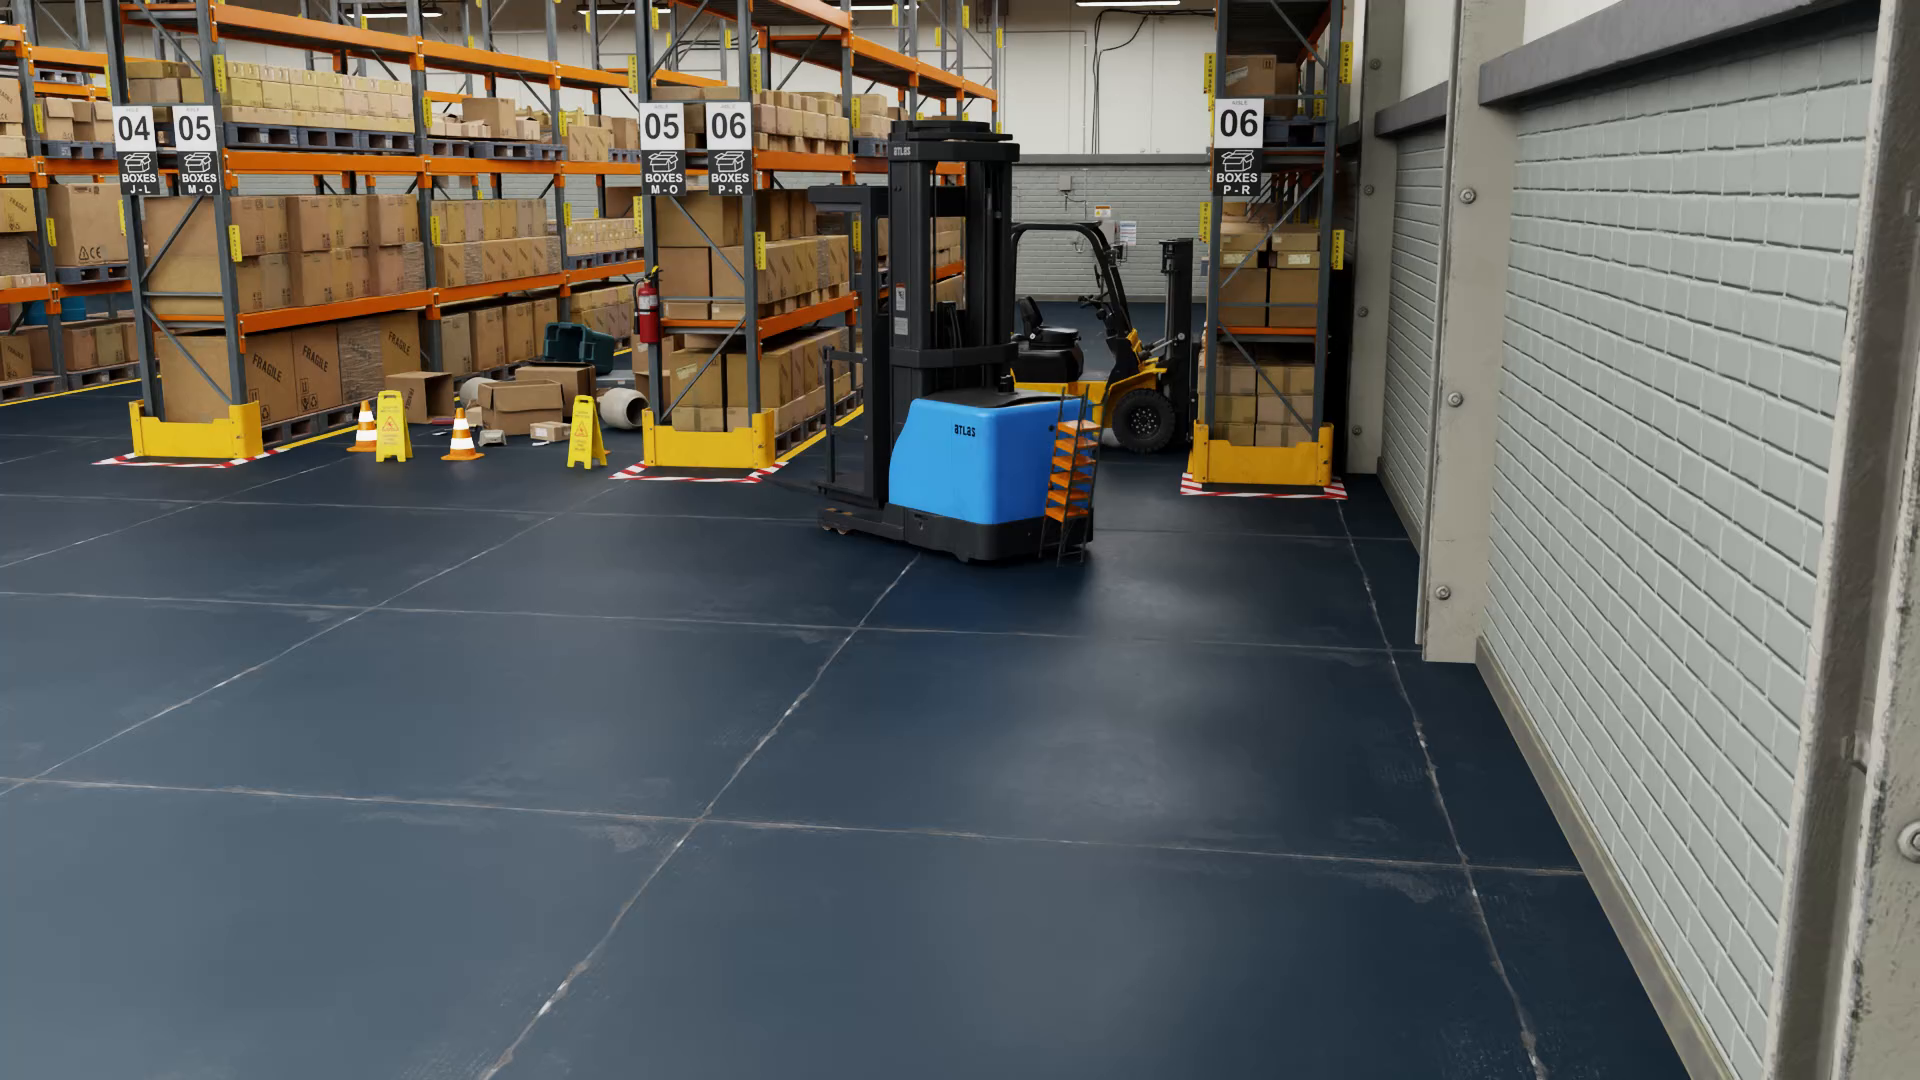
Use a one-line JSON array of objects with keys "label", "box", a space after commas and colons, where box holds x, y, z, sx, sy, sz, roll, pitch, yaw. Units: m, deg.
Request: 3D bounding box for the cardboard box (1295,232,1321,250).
[{"label": "cardboard box", "box": [2.971, -2.611, 14.508, 0.380, 0.149, 0.250, 2, 12, 11]}]

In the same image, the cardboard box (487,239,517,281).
[{"label": "cardboard box", "box": [-6.010, -3.580, 21.249, 0.500, 0.500, 0.500, 2, 12, 10]}]

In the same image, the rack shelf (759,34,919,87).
[{"label": "rack shelf", "box": [-1.377, -5.778, 20.102, 1.077, 0.370, 4.000, 2, 12, 9]}]

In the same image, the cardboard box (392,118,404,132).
[{"label": "cardboard box", "box": [-6.370, -4.575, 18.344, 0.380, 0.149, 0.250, 2, 12, 10]}]

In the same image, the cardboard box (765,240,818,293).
[{"label": "cardboard box", "box": [-1.729, -2.748, 16.680, 0.500, 0.500, 0.500, 2, 12, 7]}]

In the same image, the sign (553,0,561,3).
[{"label": "sign", "box": [-5.427, -7.398, 22.368, 0.100, 0.325, 0.005, 2, 12, 9]}]

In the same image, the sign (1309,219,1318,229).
[{"label": "sign", "box": [3.769, -3.261, 17.760, 0.100, 0.325, 0.005, 2, 12, 9]}]

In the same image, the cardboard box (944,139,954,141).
[{"label": "cardboard box", "box": [-0.382, -6.080, 25.178, 0.500, 0.311, 0.500, 2, 12, 9]}]

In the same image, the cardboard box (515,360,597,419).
[{"label": "cardboard box", "box": [-4.396, -1.632, 18.051, 0.797, 0.637, 0.503, 2, 12, 9]}]

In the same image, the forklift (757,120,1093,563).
[{"label": "forklift", "box": [-0.403, -1.534, 12.152, 1.130, 2.935, 3.031, -10, 16, -39]}]

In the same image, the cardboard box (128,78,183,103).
[{"label": "cardboard box", "box": [-7.407, -4.187, 15.596, 0.500, 0.250, 0.500, 2, 12, 9]}]

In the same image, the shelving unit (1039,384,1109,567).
[{"label": "shelving unit", "box": [0.753, -0.425, 11.083, 0.258, 1.200, 0.189, -10, 26, -39]}]

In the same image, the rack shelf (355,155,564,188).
[{"label": "rack shelf", "box": [-6.284, -4.647, 21.023, 1.077, 0.370, 4.000, 2, 12, 9]}]

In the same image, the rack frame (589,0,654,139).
[{"label": "rack frame", "box": [-5.361, -7.714, 26.427, 1.000, 3.000, 0.127, 2, 12, 9]}]

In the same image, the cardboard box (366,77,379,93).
[{"label": "cardboard box", "box": [-6.450, -4.860, 17.774, 0.380, 0.149, 0.250, 2, 12, 10]}]

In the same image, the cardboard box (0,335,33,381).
[{"label": "cardboard box", "box": [-11.578, -2.199, 20.013, 0.500, 0.500, 0.500, 1, 12, 7]}]

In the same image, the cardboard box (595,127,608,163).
[{"label": "cardboard box", "box": [-5.484, -5.783, 24.348, 0.500, 0.500, 0.500, 2, 12, 9]}]

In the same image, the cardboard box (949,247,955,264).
[{"label": "cardboard box", "box": [-0.354, -4.361, 25.465, 0.500, 0.250, 0.500, 2, 12, 8]}]

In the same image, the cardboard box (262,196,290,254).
[{"label": "cardboard box", "box": [-7.118, -3.078, 16.236, 0.875, 0.550, 0.550, 2, 12, 9]}]

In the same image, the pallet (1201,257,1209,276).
[{"label": "pallet", "box": [3.871, -3.699, 22.491, 1.213, 0.211, 1.003, 2, 12, 9]}]

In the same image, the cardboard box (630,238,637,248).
[{"label": "cardboard box", "box": [-5.306, -4.669, 26.136, 0.380, 0.149, 0.250, 2, 12, 8]}]

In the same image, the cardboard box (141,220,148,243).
[{"label": "cardboard box", "box": [-10.892, -4.151, 22.902, 0.700, 0.500, 0.500, 4, 13, 17]}]

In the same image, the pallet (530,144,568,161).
[{"label": "pallet", "box": [-6.023, -5.187, 22.269, 1.213, 0.211, 1.003, 2, 12, 11]}]

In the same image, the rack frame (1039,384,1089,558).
[{"label": "rack frame", "box": [0.696, -0.456, 11.147, 0.240, 1.200, 0.006, -10, 26, -39]}]

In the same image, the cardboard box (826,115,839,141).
[{"label": "cardboard box", "box": [-1.563, -4.309, 17.398, 0.500, 0.250, 0.500, 2, 12, 8]}]

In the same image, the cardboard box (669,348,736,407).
[{"label": "cardboard box", "box": [-2.434, -1.547, 15.800, 0.500, 0.500, 0.500, 2, 12, 9]}]

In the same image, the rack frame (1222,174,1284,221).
[{"label": "rack frame", "box": [4.451, -4.482, 25.669, 1.000, 3.000, 0.127, 2, 12, 9]}]

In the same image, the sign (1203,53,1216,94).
[{"label": "sign", "box": [2.071, -3.865, 13.772, 0.100, 0.325, 0.005, 2, 12, 9]}]

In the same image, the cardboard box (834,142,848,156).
[{"label": "cardboard box", "box": [-1.431, -4.244, 18.044, 0.380, 0.149, 0.250, 2, 12, 9]}]

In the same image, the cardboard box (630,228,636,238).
[{"label": "cardboard box", "box": [-5.307, -4.813, 26.102, 0.380, 0.149, 0.250, 2, 12, 11]}]

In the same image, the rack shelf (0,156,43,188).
[{"label": "rack shelf", "box": [-11.784, -3.996, 18.002, 1.077, 0.370, 4.000, 2, 12, 9]}]

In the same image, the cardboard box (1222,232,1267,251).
[{"label": "cardboard box", "box": [2.452, -2.577, 14.346, 0.380, 0.149, 0.250, 2, 12, 9]}]

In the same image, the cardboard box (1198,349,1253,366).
[{"label": "cardboard box", "box": [2.508, -1.651, 15.693, 0.500, 0.250, 0.500, 2, 12, 9]}]

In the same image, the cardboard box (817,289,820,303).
[{"label": "cardboard box", "box": [-1.655, -2.513, 17.130, 0.380, 0.149, 0.250, 2, 12, 8]}]

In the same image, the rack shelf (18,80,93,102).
[{"label": "rack shelf", "box": [-15.448, -7.093, 26.201, 1.077, 0.370, 4.000, 2, 12, 9]}]

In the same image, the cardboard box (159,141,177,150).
[{"label": "cardboard box", "box": [-10.835, -5.208, 22.276, 0.500, 0.250, 0.500, 2, 12, 10]}]

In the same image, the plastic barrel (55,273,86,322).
[{"label": "plastic barrel", "box": [-15.241, -4.190, 28.300, 0.600, 0.901, 0.708, 2, 12, 9]}]

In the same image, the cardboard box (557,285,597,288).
[{"label": "cardboard box", "box": [-5.898, -3.769, 25.518, 0.500, 0.250, 0.500, 2, 12, 11]}]

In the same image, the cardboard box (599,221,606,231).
[{"label": "cardboard box", "box": [-5.513, -4.685, 24.802, 0.380, 0.149, 0.250, 2, 12, 10]}]

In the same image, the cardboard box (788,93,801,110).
[{"label": "cardboard box", "box": [-1.745, -4.204, 15.963, 0.380, 0.149, 0.250, 2, 12, 10]}]

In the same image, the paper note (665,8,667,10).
[{"label": "paper note", "box": [-5.283, -9.547, 29.876, 0.001, 0.032, 0.123, 2, 12, 9]}]

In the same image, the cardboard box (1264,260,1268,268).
[{"label": "cardboard box", "box": [3.087, -2.341, 15.498, 0.500, 0.500, 0.500, 2, 12, 8]}]

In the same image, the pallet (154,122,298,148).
[{"label": "pallet", "box": [-7.103, -3.861, 15.879, 1.003, 0.211, 1.213, 2, 12, 9]}]

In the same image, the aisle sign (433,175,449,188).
[{"label": "aisle sign", "box": [-9.917, -7.091, 31.606, 0.394, 0.787, 0.004, 2, 12, 9]}]

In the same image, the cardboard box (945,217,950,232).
[{"label": "cardboard box", "box": [-0.445, -4.865, 24.839, 0.500, 0.500, 0.500, 2, 12, 10]}]

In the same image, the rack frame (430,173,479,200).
[{"label": "rack frame", "box": [-9.631, -5.796, 31.766, 1.000, 3.000, 0.127, 2, 12, 9]}]

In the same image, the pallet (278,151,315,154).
[{"label": "pallet", "box": [-10.646, -5.873, 25.453, 1.003, 0.211, 1.213, 2, 12, 11]}]

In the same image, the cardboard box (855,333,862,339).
[{"label": "cardboard box", "box": [-1.272, -2.459, 21.523, 0.950, 0.372, 0.625, 2, 12, 8]}]

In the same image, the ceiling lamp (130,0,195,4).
[{"label": "ceiling lamp", "box": [-16.535, -12.380, 34.225, 2.000, 3.185, 0.800, 2, 12, 9]}]

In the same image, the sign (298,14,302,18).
[{"label": "sign", "box": [-10.791, -8.453, 27.262, 0.100, 0.325, 0.005, 2, 12, 9]}]

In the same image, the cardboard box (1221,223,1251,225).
[{"label": "cardboard box", "box": [2.878, -3.271, 17.568, 0.380, 0.149, 0.250, 2, 12, 10]}]

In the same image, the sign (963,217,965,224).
[{"label": "sign", "box": [0.083, -5.154, 26.226, 0.100, 0.325, 0.005, 2, 12, 9]}]
